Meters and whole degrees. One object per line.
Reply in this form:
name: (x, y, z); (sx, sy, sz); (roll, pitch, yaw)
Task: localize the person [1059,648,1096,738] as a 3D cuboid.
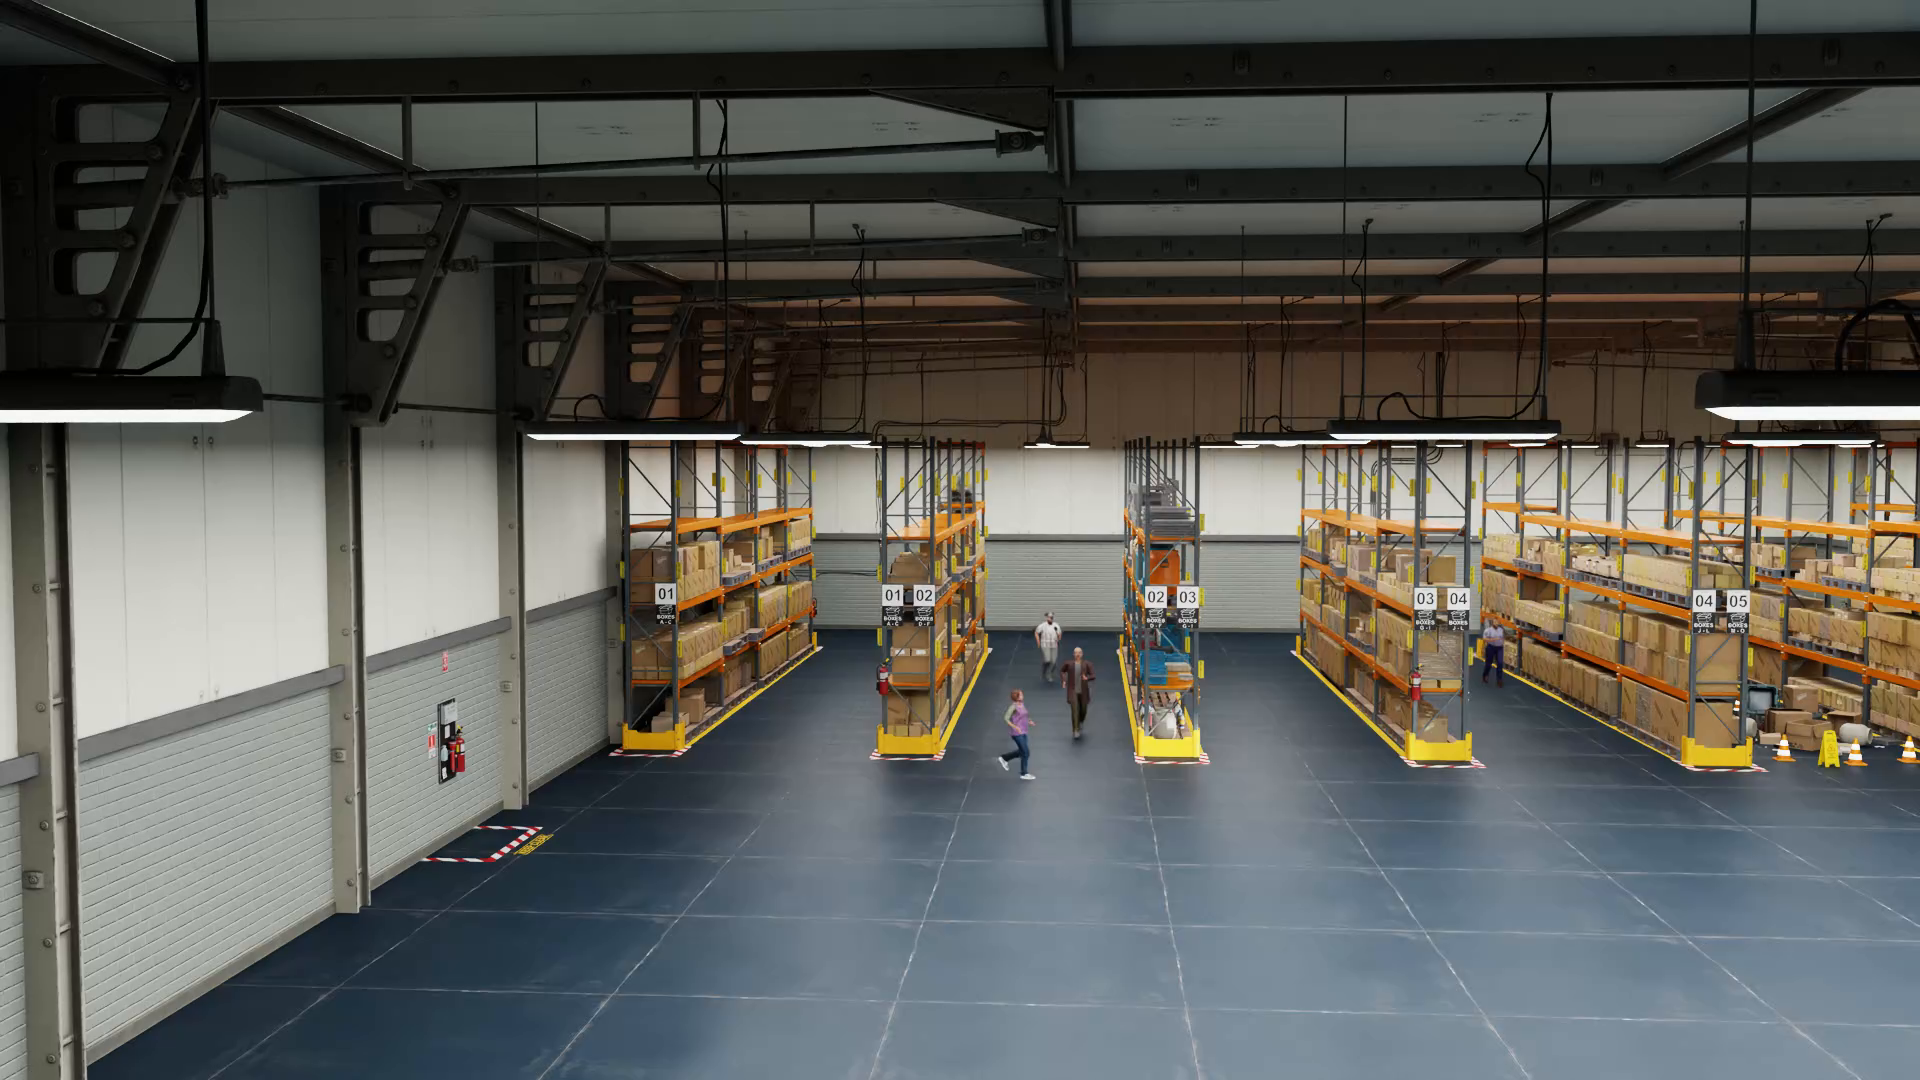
person: (2.364, 3.036, 33.401); (0.713, 1.754, 1.036); (0, 3, -1)

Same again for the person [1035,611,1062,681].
person: (2.226, 2.641, 41.190); (0.653, 1.741, 0.611); (-1, 3, -11)

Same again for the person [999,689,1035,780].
person: (0.982, 3.385, 29.048); (0.730, 1.560, 0.546); (2, 3, 27)

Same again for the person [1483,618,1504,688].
person: (13.000, 2.726, 40.519); (0.607, 1.665, 0.878); (0, 3, -3)

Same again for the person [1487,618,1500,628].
person: (15.161, 2.342, 47.353); (0.623, 1.720, 0.644); (0, 3, -4)
